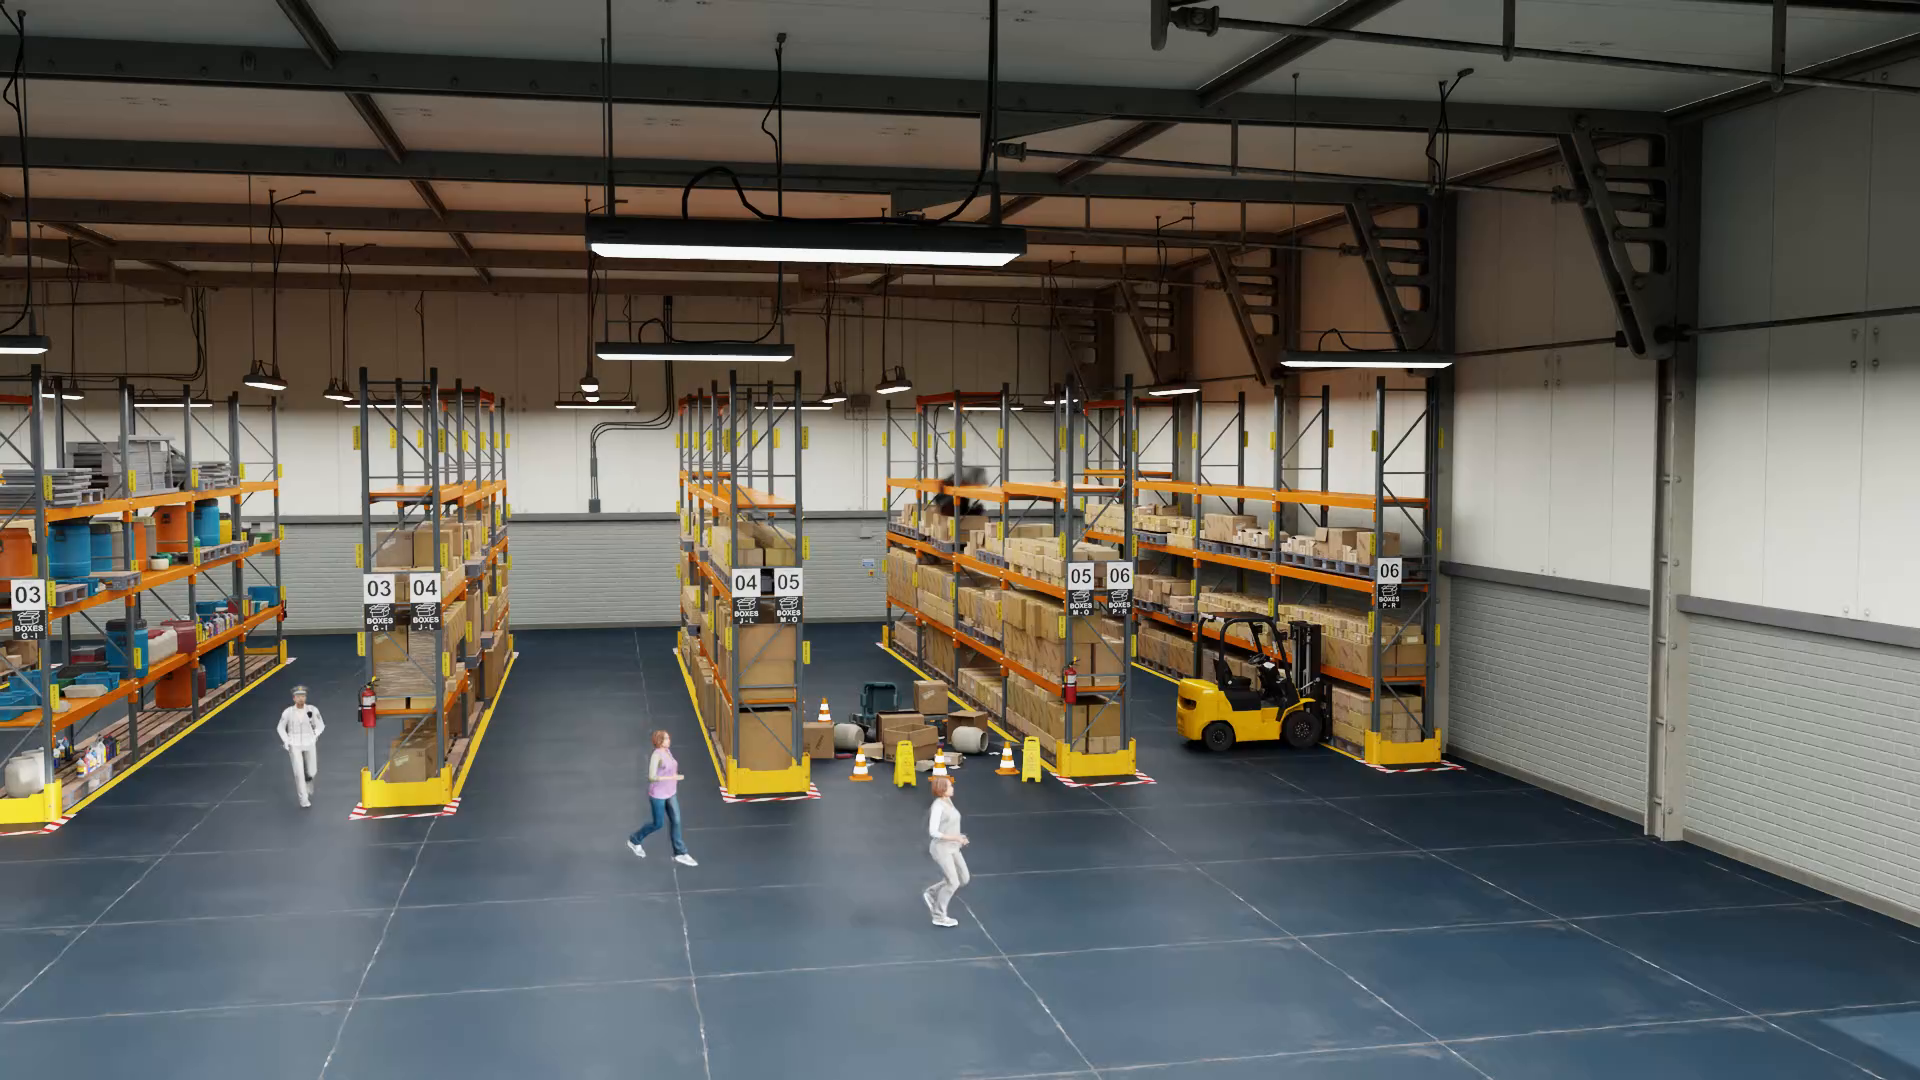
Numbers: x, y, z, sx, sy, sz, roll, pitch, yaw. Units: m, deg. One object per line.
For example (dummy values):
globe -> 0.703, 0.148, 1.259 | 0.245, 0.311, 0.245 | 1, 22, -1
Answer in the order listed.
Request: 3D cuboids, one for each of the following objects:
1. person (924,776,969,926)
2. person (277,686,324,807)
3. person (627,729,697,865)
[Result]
person -> -0.135, 3.209, 17.131 | 0.552, 1.539, 0.530 | 1, 4, 18
person -> -9.053, 2.813, 22.855 | 0.606, 1.654, 0.599 | -2, 4, -24
person -> -3.513, 3.020, 19.561 | 0.878, 1.590, 0.537 | 1, 4, 20
